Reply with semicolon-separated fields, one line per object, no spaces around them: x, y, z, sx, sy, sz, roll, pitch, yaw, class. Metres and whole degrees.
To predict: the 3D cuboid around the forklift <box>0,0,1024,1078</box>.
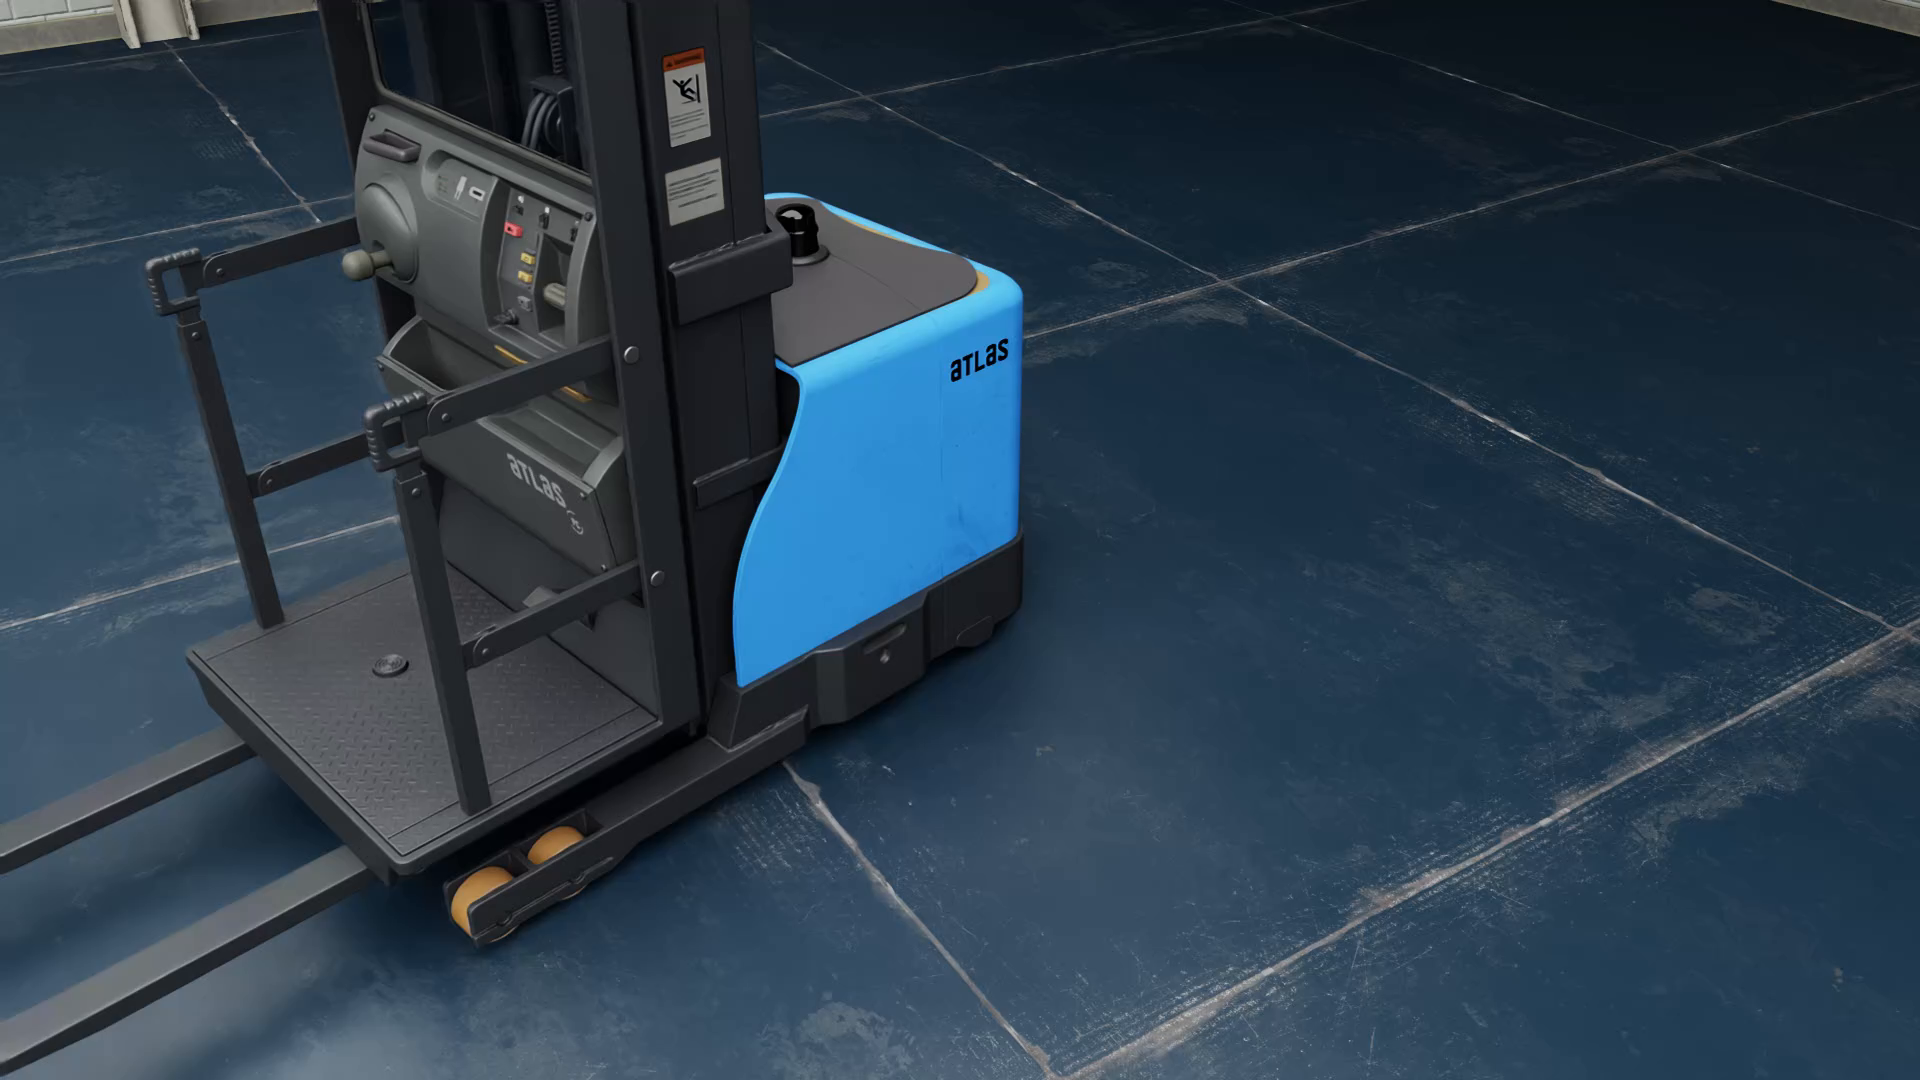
-1.220;-0.636;3.510;3.031;2.935;1.130;-28;42;-37;forklift

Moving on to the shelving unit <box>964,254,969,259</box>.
-0.007;-0.378;5.006;0.210;0.900;0.258;-19;37;-27;shelving unit

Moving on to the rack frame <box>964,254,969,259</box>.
0.079;-0.408;5.053;0.006;0.900;0.240;-19;37;-27;rack frame

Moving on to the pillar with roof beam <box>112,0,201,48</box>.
-2.510;-4.921;4.617;0.400;9.000;9.100;-19;37;-27;pillar with roof beam
